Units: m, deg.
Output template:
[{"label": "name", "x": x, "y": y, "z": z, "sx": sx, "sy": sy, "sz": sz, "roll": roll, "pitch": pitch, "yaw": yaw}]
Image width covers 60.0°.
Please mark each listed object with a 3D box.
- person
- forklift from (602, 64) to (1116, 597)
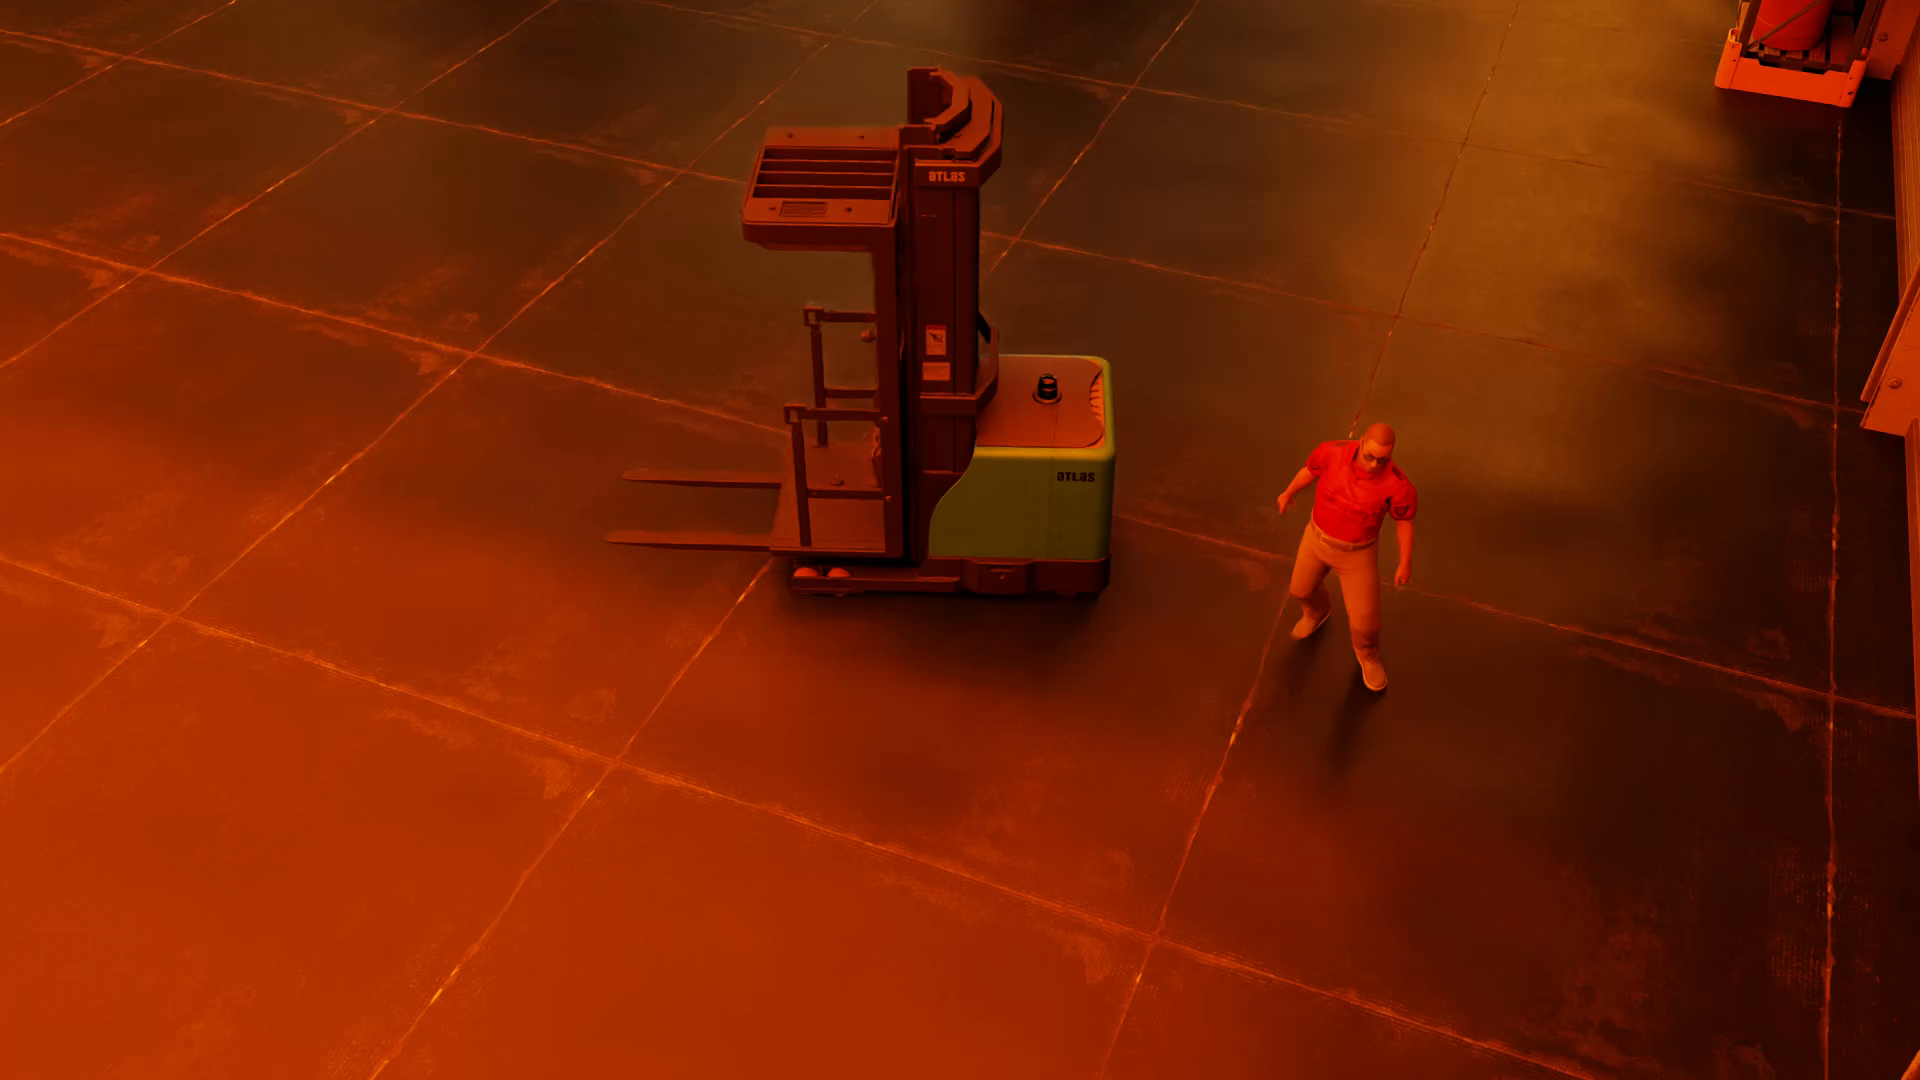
[{"label": "person", "x": 2.095, "y": -0.010, "z": 9.052, "sx": 0.888, "sy": 1.715, "sz": 0.494, "roll": 29, "pitch": 48, "yaw": 30}, {"label": "forklift", "x": -0.616, "y": -1.130, "z": 9.356, "sx": 3.031, "sy": 2.935, "sz": 1.130, "roll": 1, "pitch": 40, "yaw": 2}]
